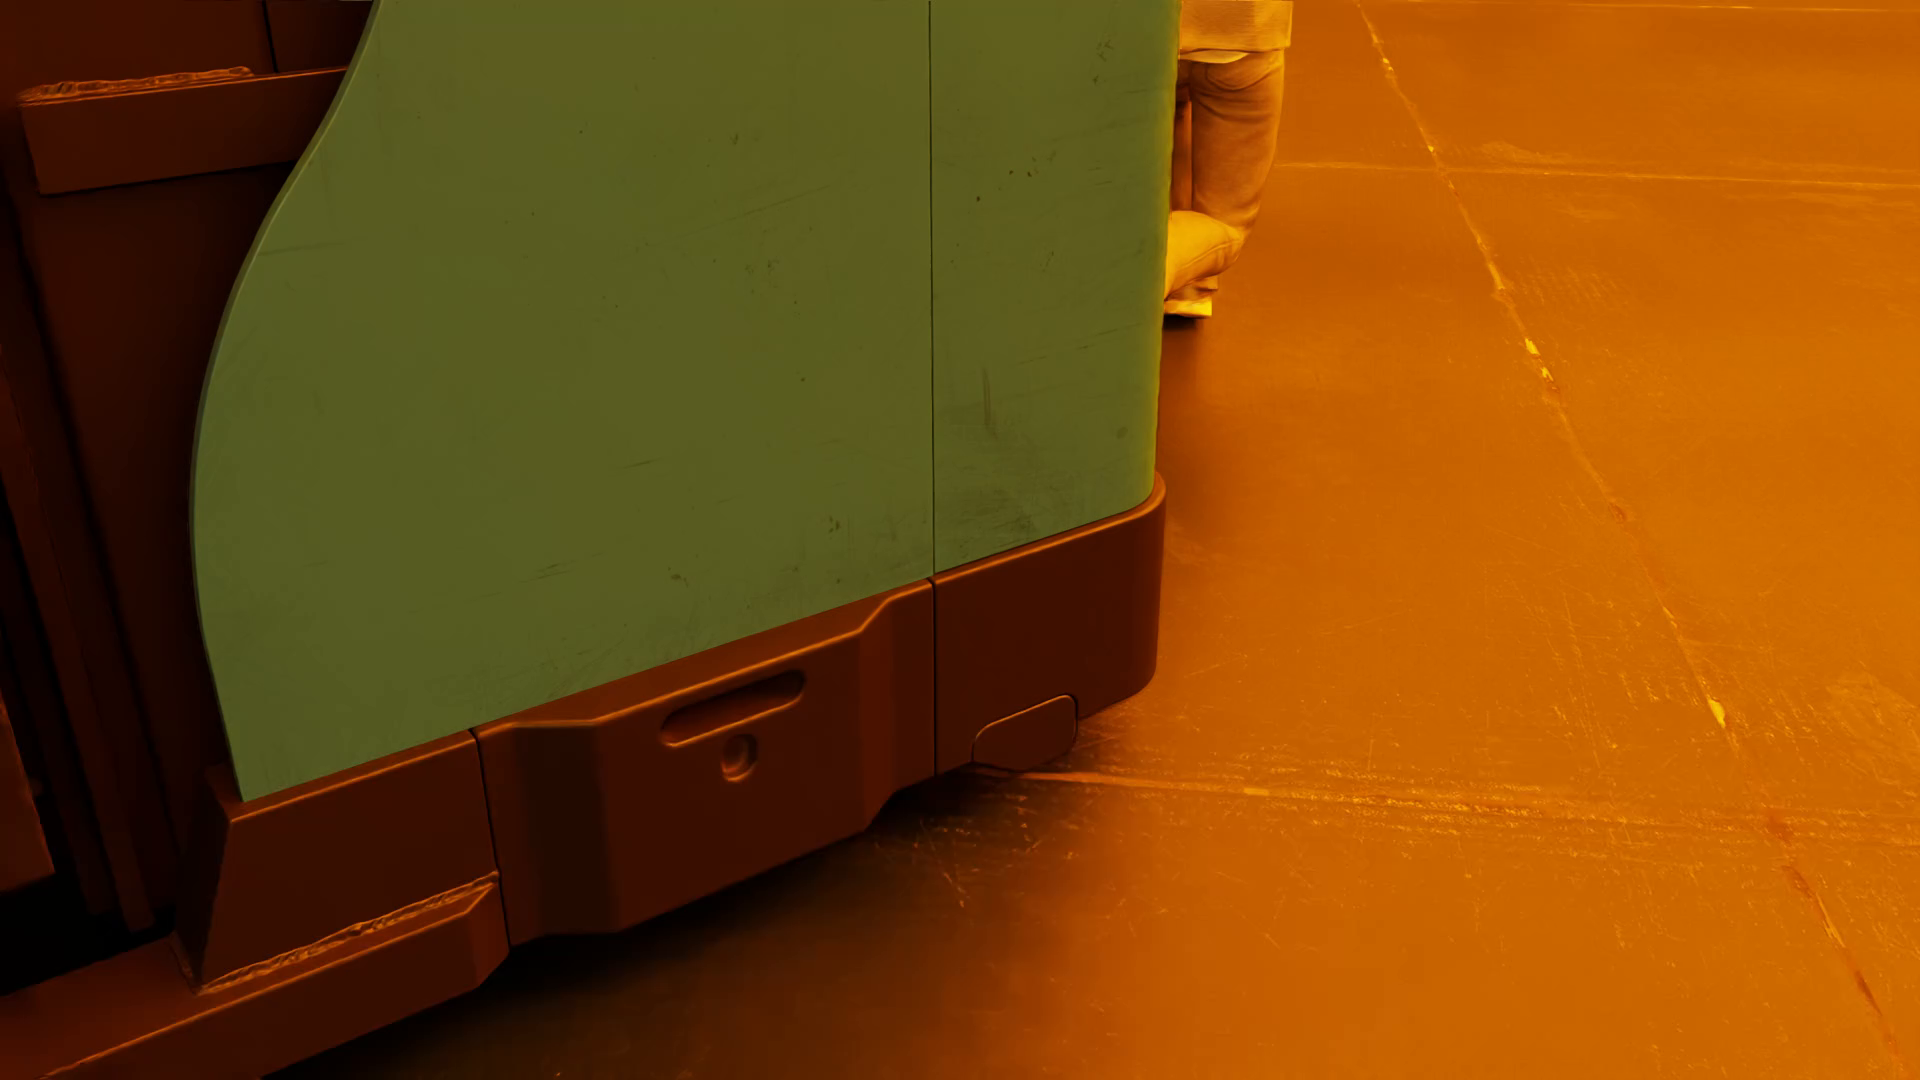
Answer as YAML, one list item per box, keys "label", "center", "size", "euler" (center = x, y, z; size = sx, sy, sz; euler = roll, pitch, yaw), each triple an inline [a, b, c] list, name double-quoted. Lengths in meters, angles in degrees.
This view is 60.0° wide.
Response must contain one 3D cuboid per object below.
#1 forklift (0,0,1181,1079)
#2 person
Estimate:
- label: "forklift"
  center: [-1.256, -0.884, 0.988]
  size: [3.031, 2.935, 1.130]
  euler: [-18, 32, -31]
- label: "person"
  center: [0.271, -0.928, 2.928]
  size: [0.632, 1.365, 0.867]
  euler: [2, 27, 5]
